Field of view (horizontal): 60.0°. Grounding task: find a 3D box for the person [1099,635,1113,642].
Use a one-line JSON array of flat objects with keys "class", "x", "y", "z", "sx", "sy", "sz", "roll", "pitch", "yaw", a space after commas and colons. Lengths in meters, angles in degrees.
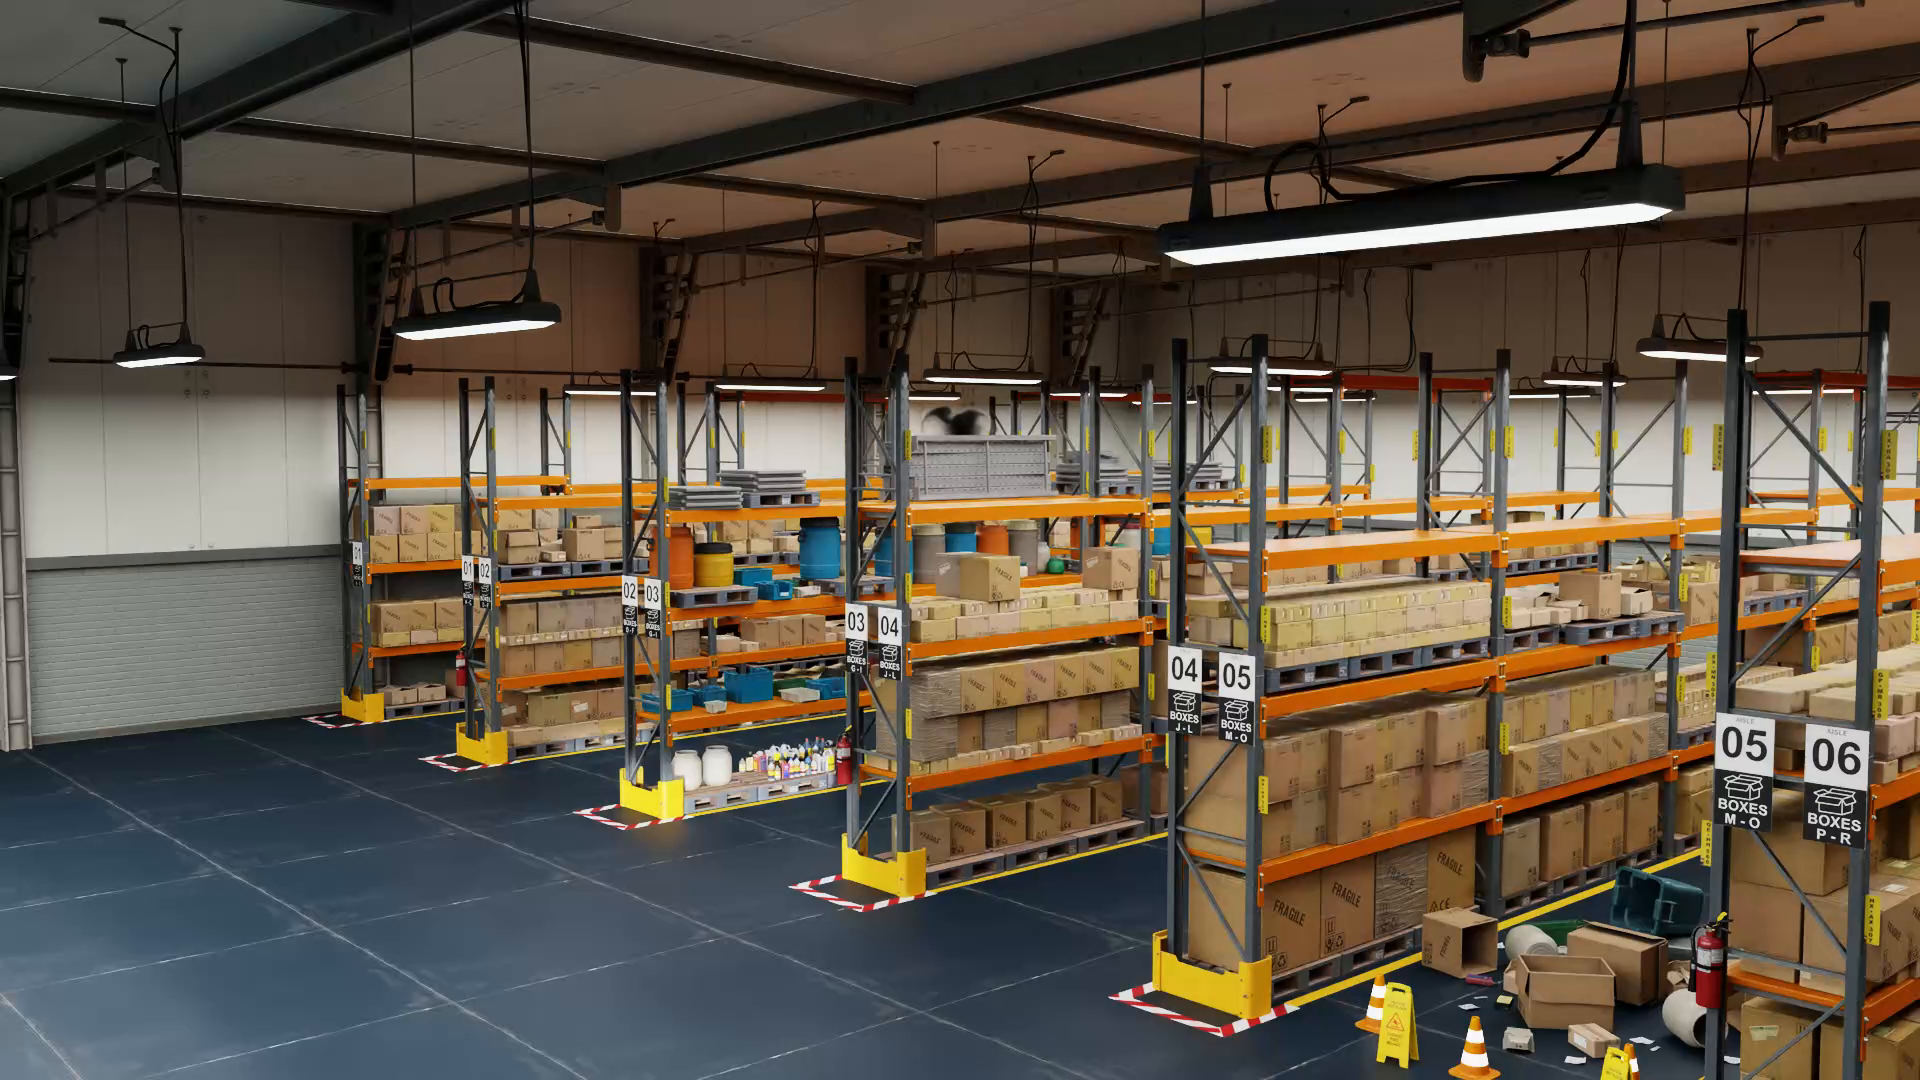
[{"class": "person", "x": 3.028, "y": 2.158, "z": 32.650, "sx": 0.669, "sy": 1.733, "sz": 0.760, "roll": 3, "pitch": 5, "yaw": 41}]
